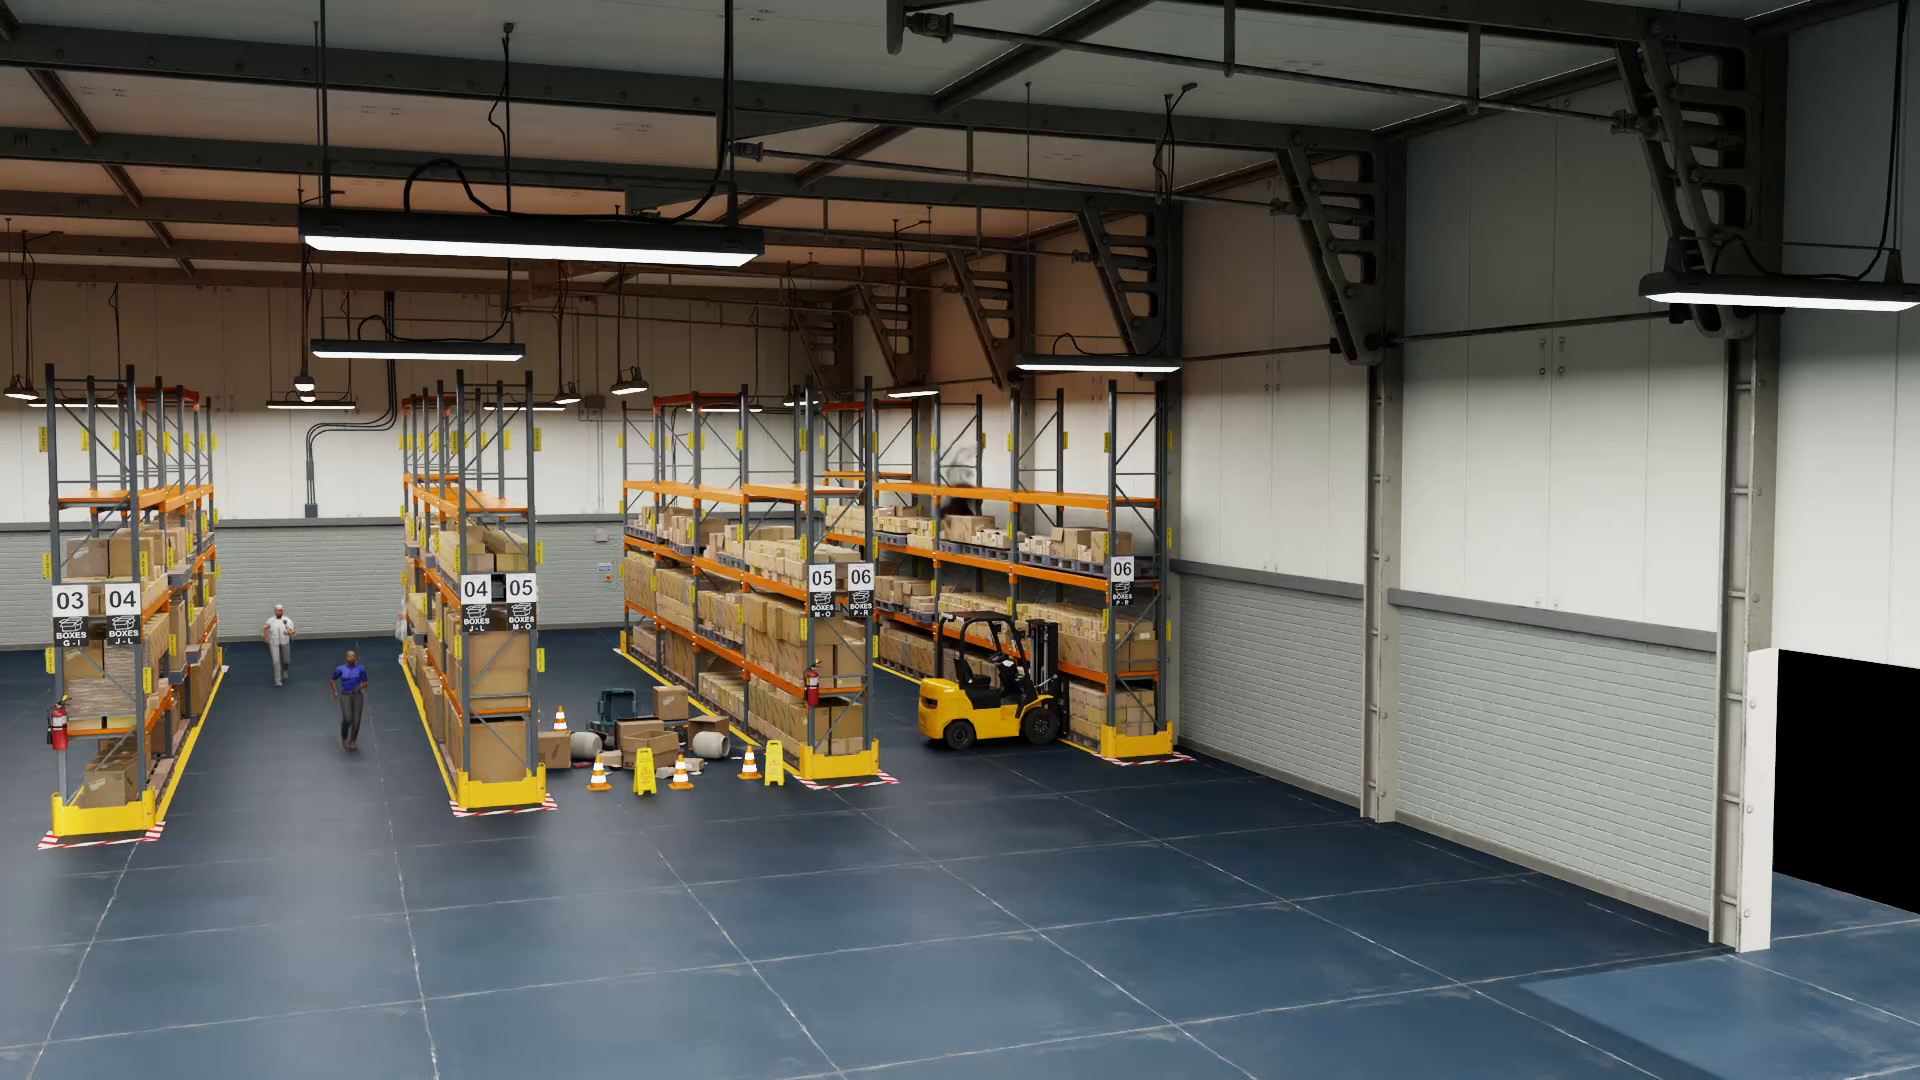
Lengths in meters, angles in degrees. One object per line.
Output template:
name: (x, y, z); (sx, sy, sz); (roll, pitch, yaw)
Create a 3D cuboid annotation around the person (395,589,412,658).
person: (-12.840, 1.886, 38.799); (0.698, 1.729, 0.615); (3, 4, 41)

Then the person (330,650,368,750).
person: (-9.890, 2.597, 27.006); (0.550, 1.626, 0.646); (-2, 4, -30)

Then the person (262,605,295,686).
person: (-14.093, 2.159, 34.432); (0.618, 1.639, 0.893); (-2, 4, -26)
